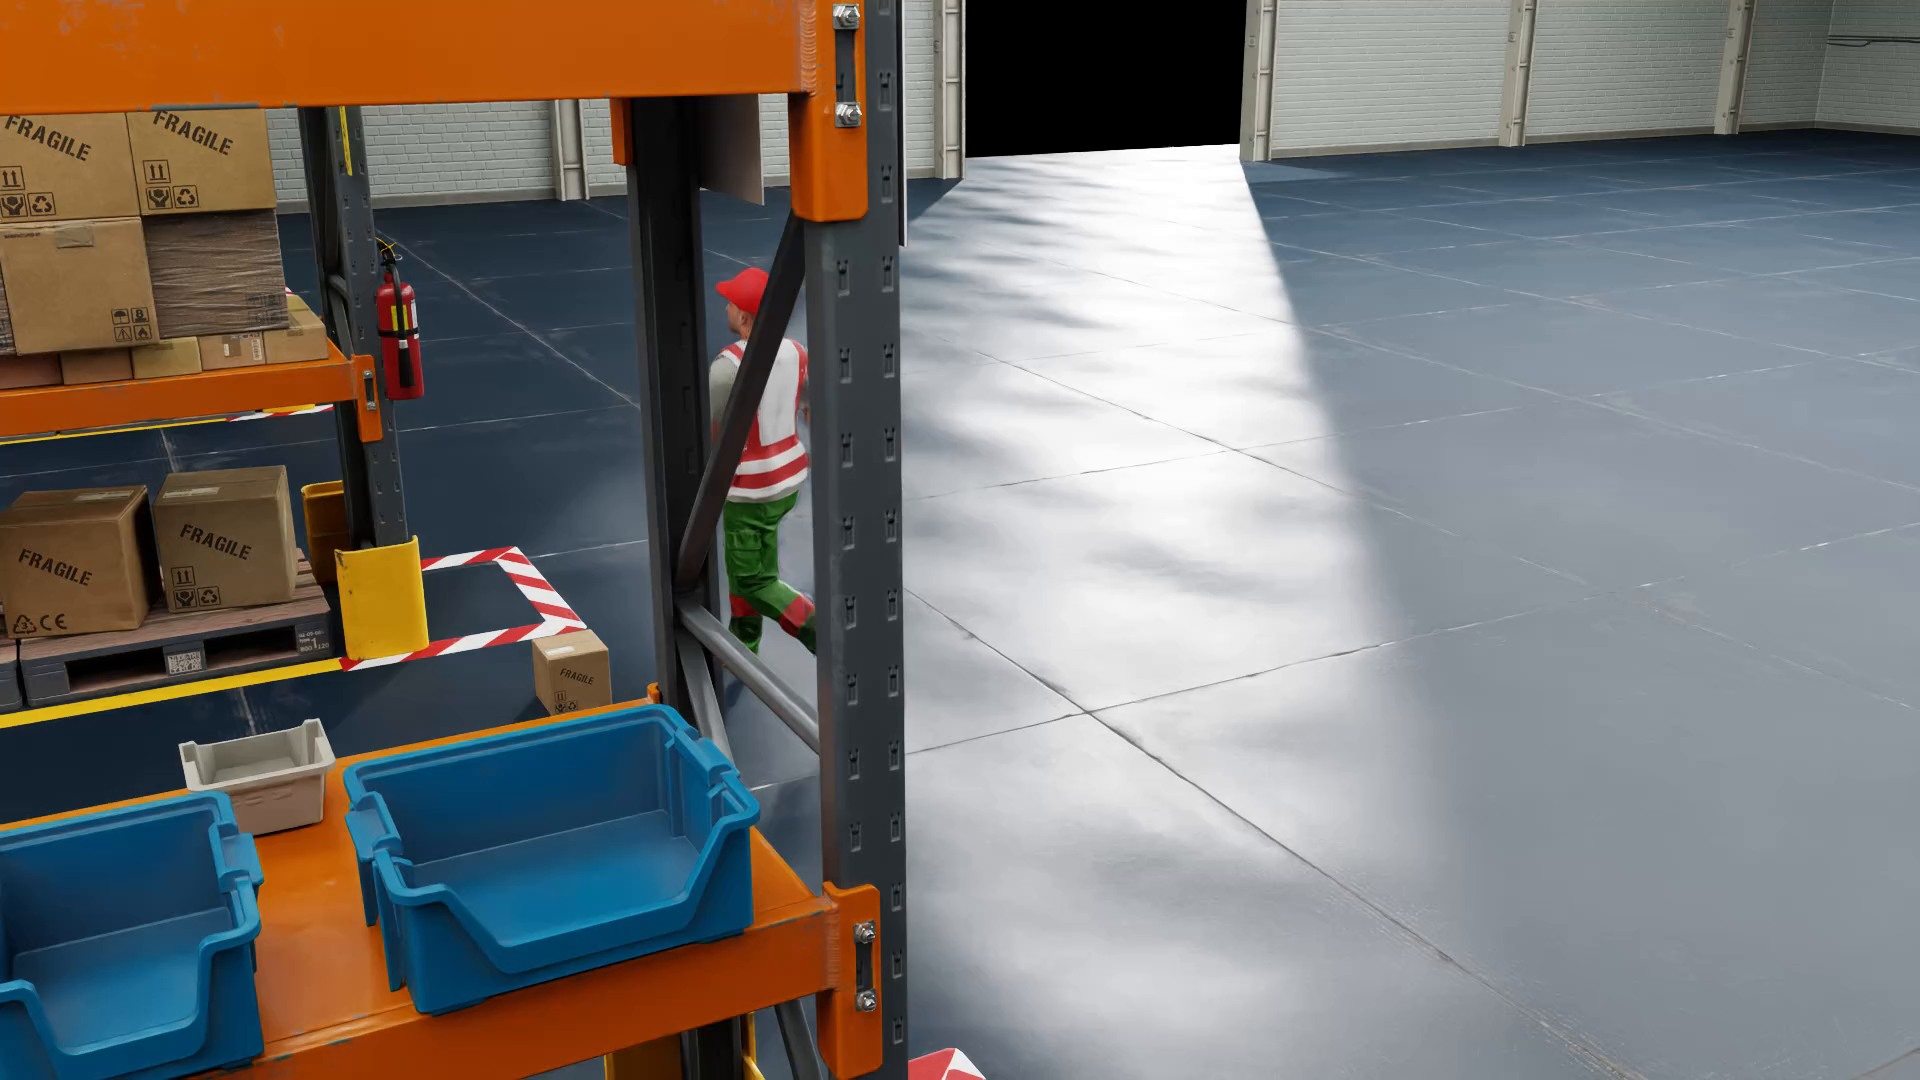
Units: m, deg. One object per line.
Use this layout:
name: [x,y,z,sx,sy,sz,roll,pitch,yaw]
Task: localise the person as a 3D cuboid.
person: [-0.761,-0.219,6.707,0.936,1.755,0.575,11,21,30]
